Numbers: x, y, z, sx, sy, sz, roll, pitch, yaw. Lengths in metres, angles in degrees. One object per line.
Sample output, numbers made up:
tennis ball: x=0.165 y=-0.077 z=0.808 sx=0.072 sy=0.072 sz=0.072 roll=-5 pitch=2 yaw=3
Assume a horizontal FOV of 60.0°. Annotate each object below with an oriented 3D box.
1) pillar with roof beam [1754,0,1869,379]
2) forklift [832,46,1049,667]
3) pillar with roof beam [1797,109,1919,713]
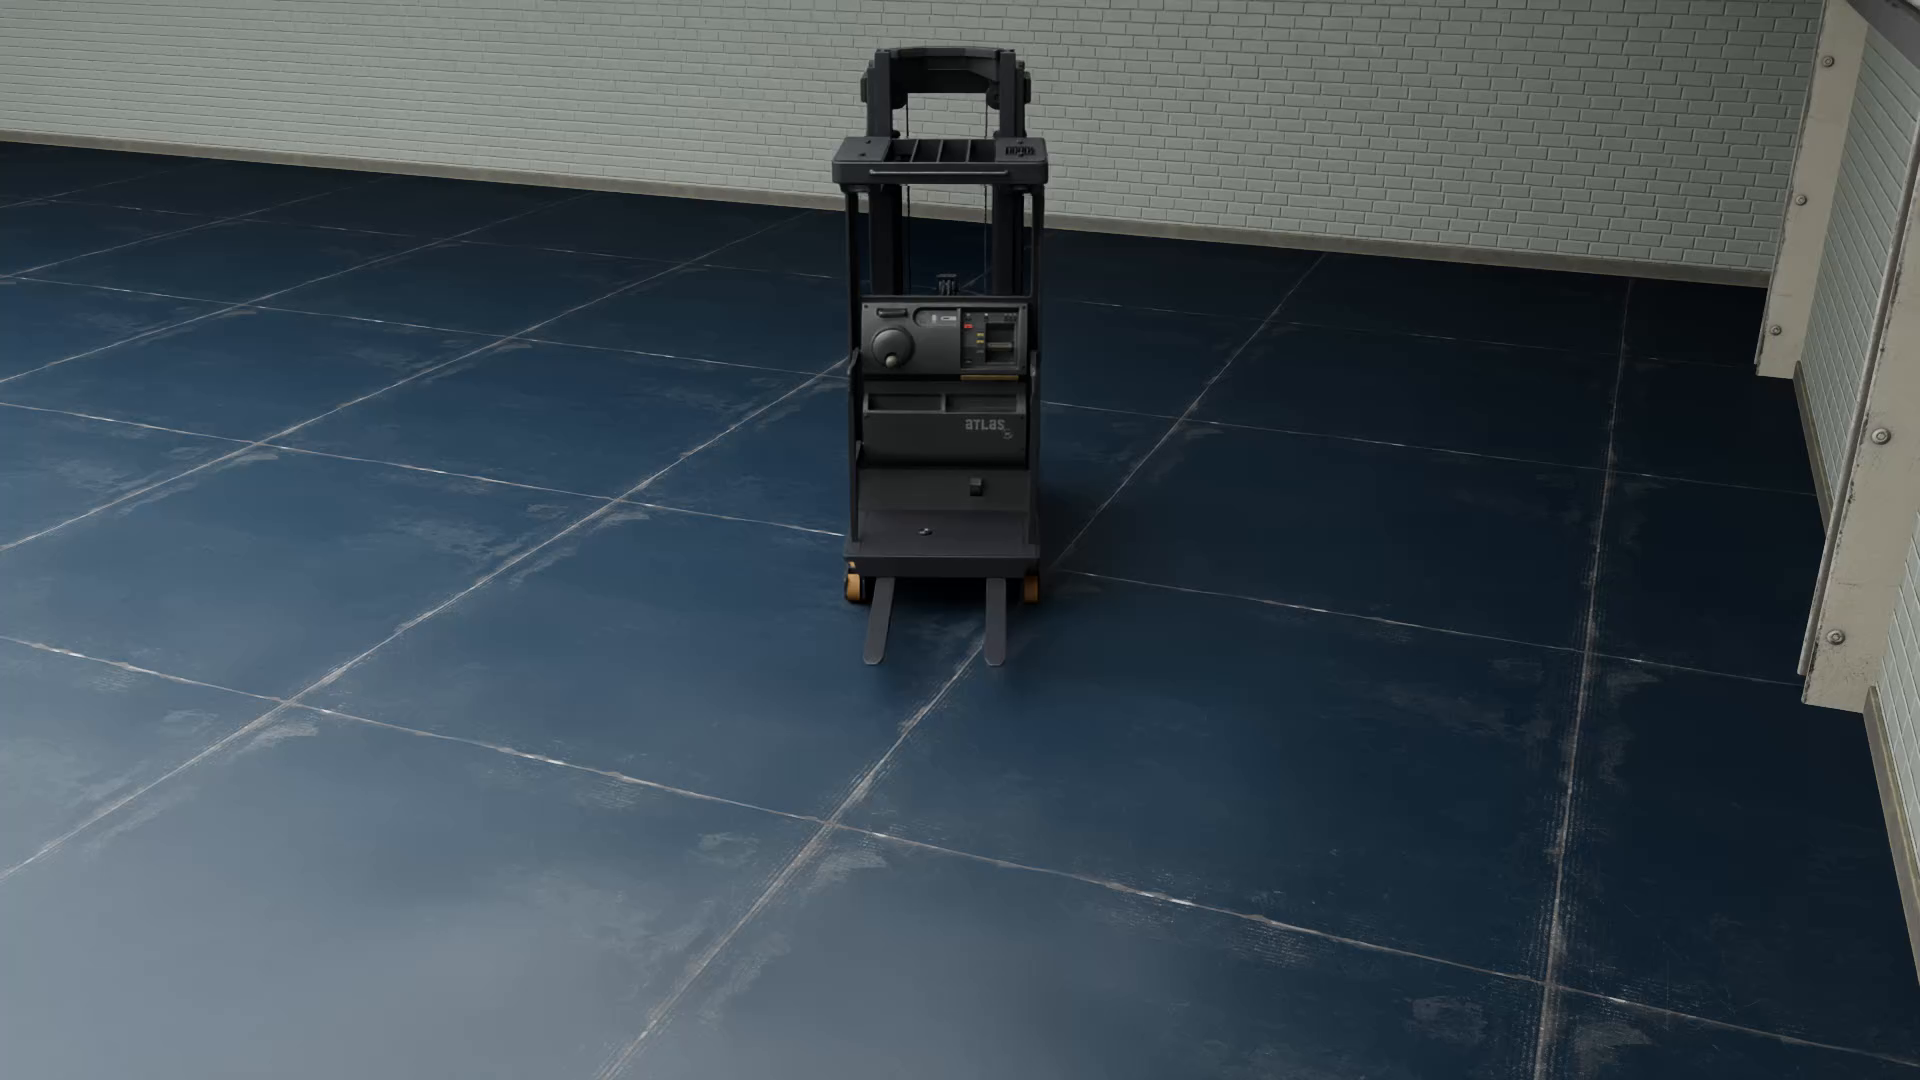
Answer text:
pillar with roof beam: x=2.652 y=-6.150 z=13.298 sx=9.100 sy=9.000 sz=0.400 roll=9 pitch=24 yaw=20
forklift: x=-0.089 y=-1.115 z=9.115 sx=1.130 sy=2.935 sz=3.031 roll=1 pitch=23 yaw=1
pillar with roof beam: x=0.423 y=-4.003 z=8.157 sx=9.100 sy=9.000 sz=0.400 roll=9 pitch=24 yaw=20
